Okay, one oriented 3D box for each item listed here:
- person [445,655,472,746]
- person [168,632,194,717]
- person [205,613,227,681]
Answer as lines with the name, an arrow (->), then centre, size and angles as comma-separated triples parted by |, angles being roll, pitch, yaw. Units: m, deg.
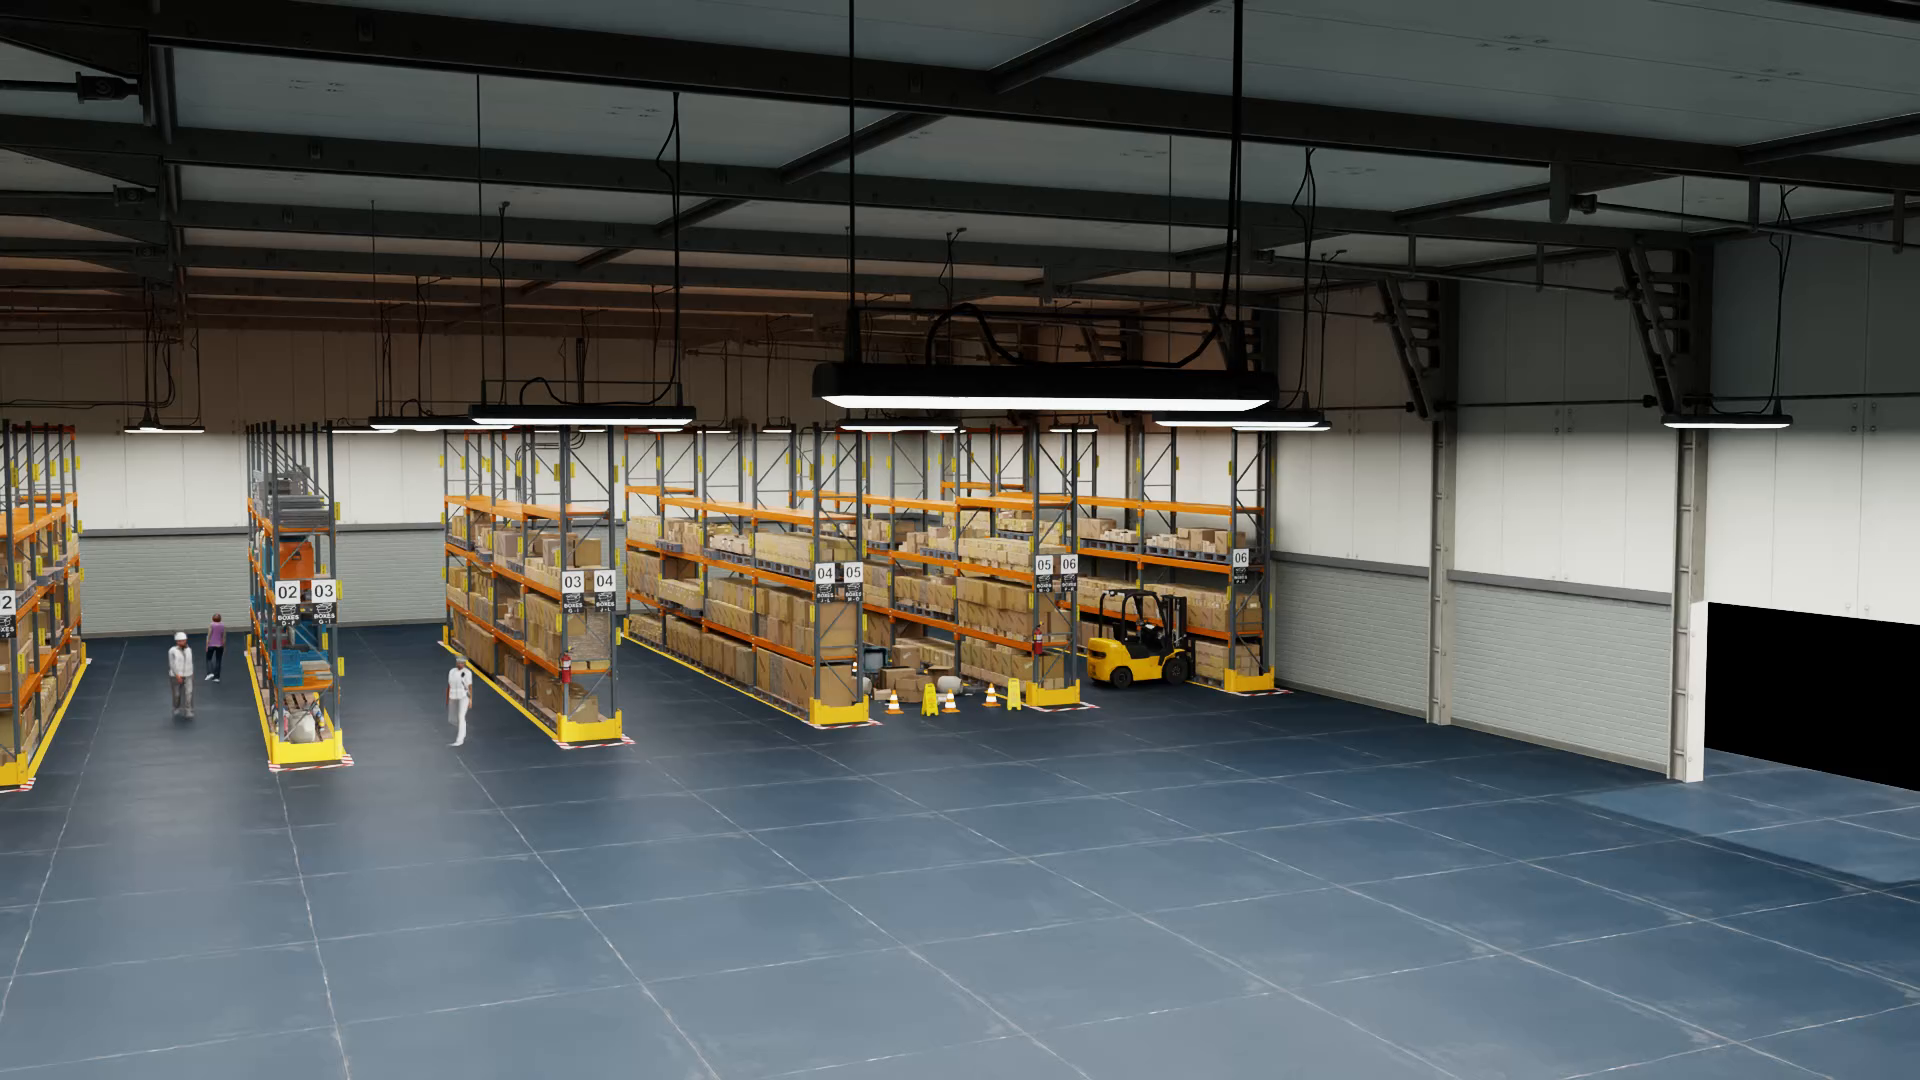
person -> -9.299, 2.946, 30.884 | 0.486, 1.658, 0.759 | 0, 4, 7
person -> -15.797, 2.735, 33.788 | 0.513, 1.710, 1.015 | -3, 5, -39
person -> -17.335, 2.497, 38.726 | 0.484, 1.598, 0.367 | -2, 4, -29
